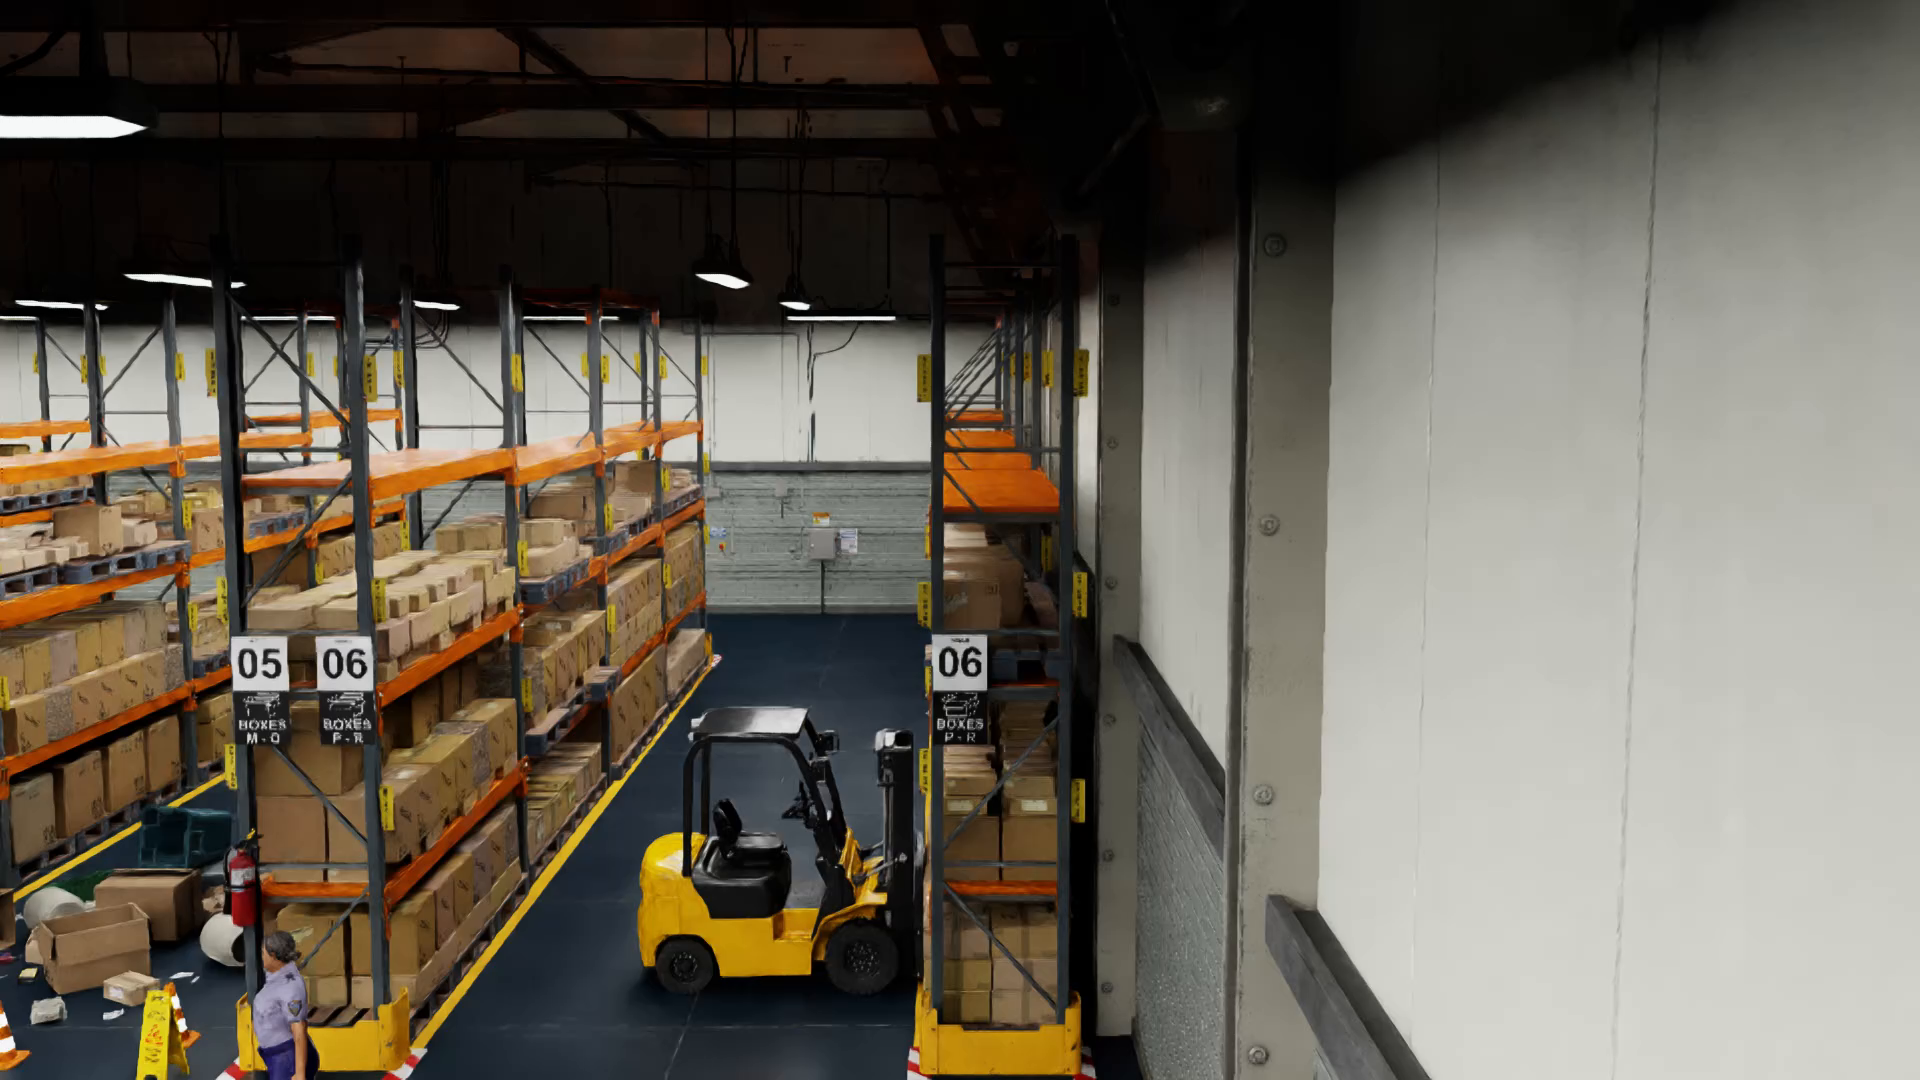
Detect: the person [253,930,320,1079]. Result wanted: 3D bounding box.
[{"bbox_3d":[-4.105,3.220,10.230,0.405,1.643,0.608,-4,7,-29],"label":"person"}]
